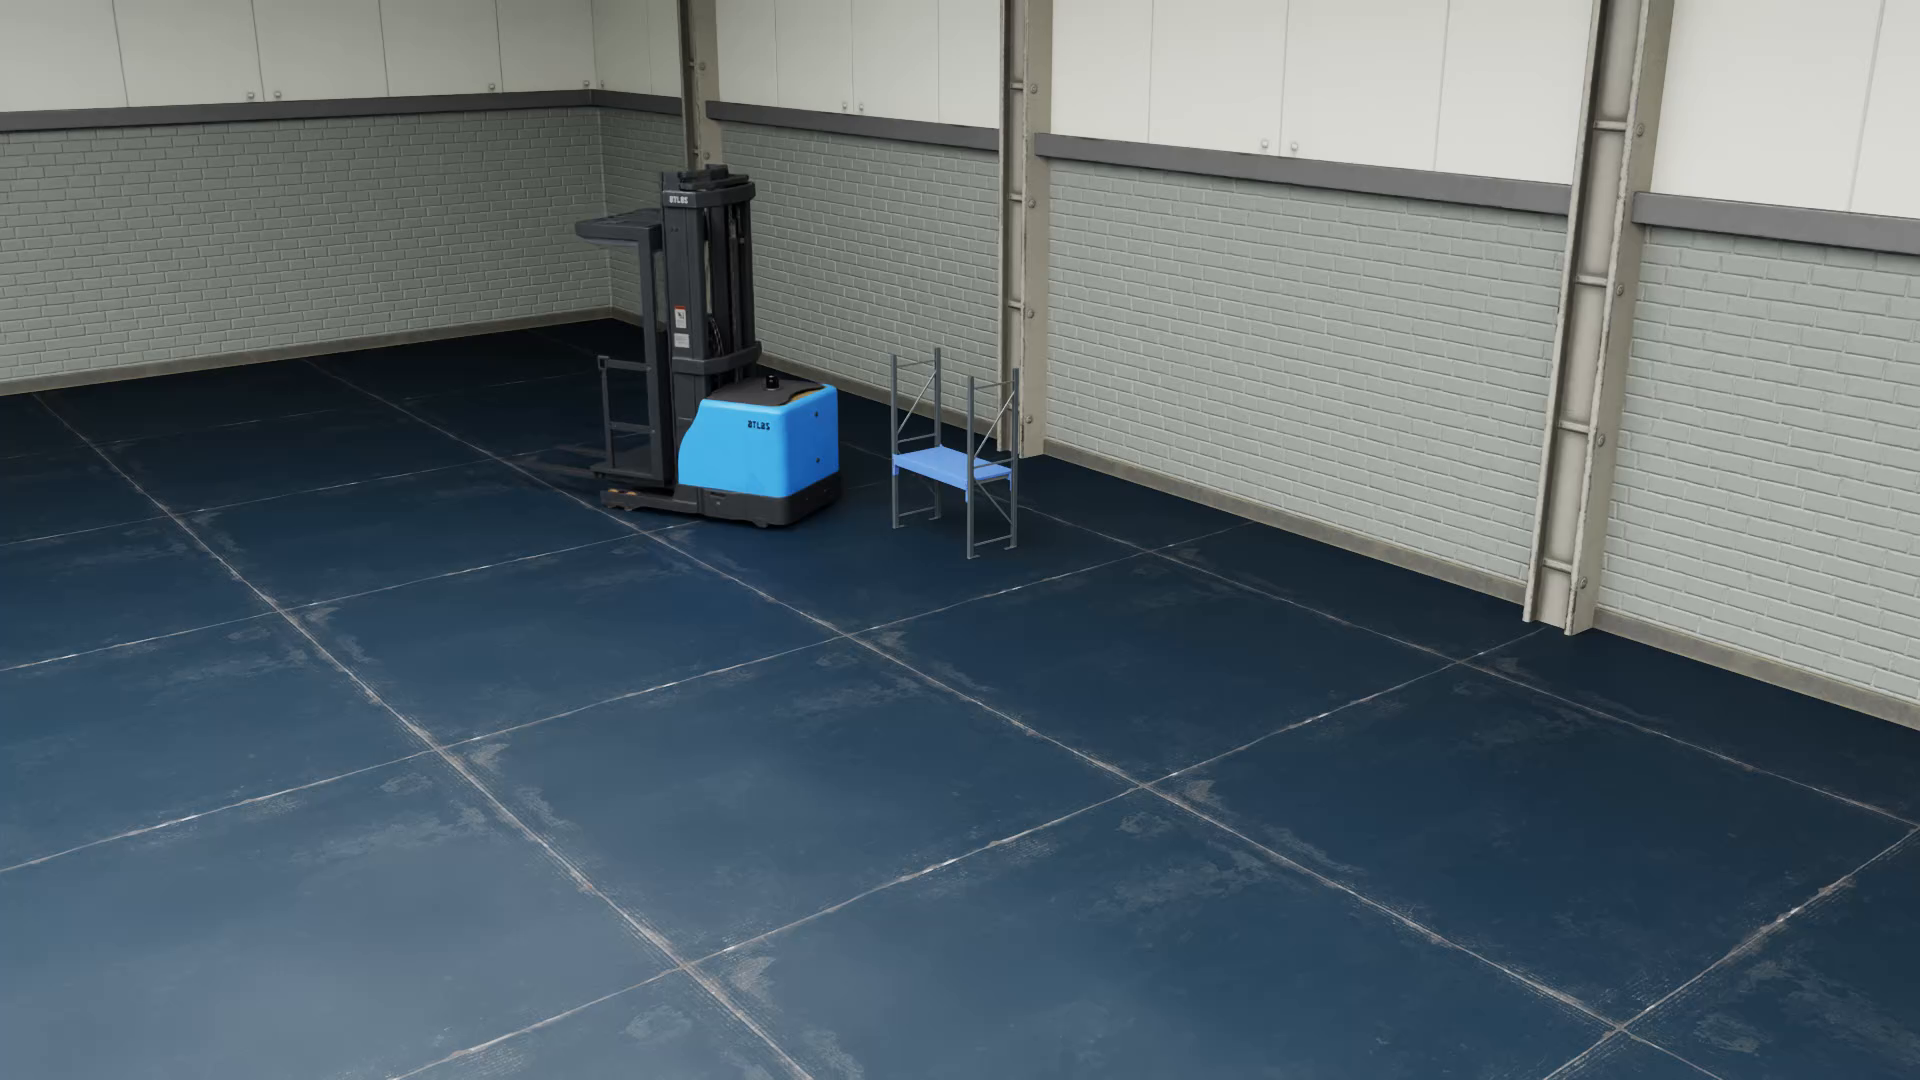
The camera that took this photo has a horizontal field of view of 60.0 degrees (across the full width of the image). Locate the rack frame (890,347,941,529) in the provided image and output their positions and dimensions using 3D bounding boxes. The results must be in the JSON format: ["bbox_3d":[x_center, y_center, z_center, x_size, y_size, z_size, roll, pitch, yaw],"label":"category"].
[{"bbox_3d":[-0.369,-0.858,14.068,0.500,1.500,0.032,-14,23,-36],"label":"rack frame"}]

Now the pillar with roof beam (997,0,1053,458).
[{"bbox_3d":[-2.767,-4.308,12.557,9.100,9.000,0.400,-14,23,-36],"label":"pillar with roof beam"}]

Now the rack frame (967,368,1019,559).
[{"bbox_3d":[0.263,-0.608,13.312,0.500,1.500,0.032,-14,23,-36],"label":"rack frame"}]

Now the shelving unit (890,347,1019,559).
[{"bbox_3d":[-0.053,-0.733,13.690,0.538,1.500,1.048,-14,23,-36],"label":"shelving unit"}]

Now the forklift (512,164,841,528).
[{"bbox_3d":[-2.617,-1.788,14.599,3.031,2.935,1.130,8,20,24],"label":"forklift"}]

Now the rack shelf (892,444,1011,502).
[{"bbox_3d":[-0.053,-0.562,13.747,0.538,0.185,1.000,-14,23,-36],"label":"rack shelf"}]

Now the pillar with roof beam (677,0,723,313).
[{"bbox_3d":[-6.493,-5.786,17.022,9.100,9.000,0.400,-14,23,-36],"label":"pillar with roof beam"}]

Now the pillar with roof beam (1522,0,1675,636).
[{"bbox_3d":[0.958,-2.829,8.092,9.100,9.000,0.400,-14,23,-36],"label":"pillar with roof beam"}]
